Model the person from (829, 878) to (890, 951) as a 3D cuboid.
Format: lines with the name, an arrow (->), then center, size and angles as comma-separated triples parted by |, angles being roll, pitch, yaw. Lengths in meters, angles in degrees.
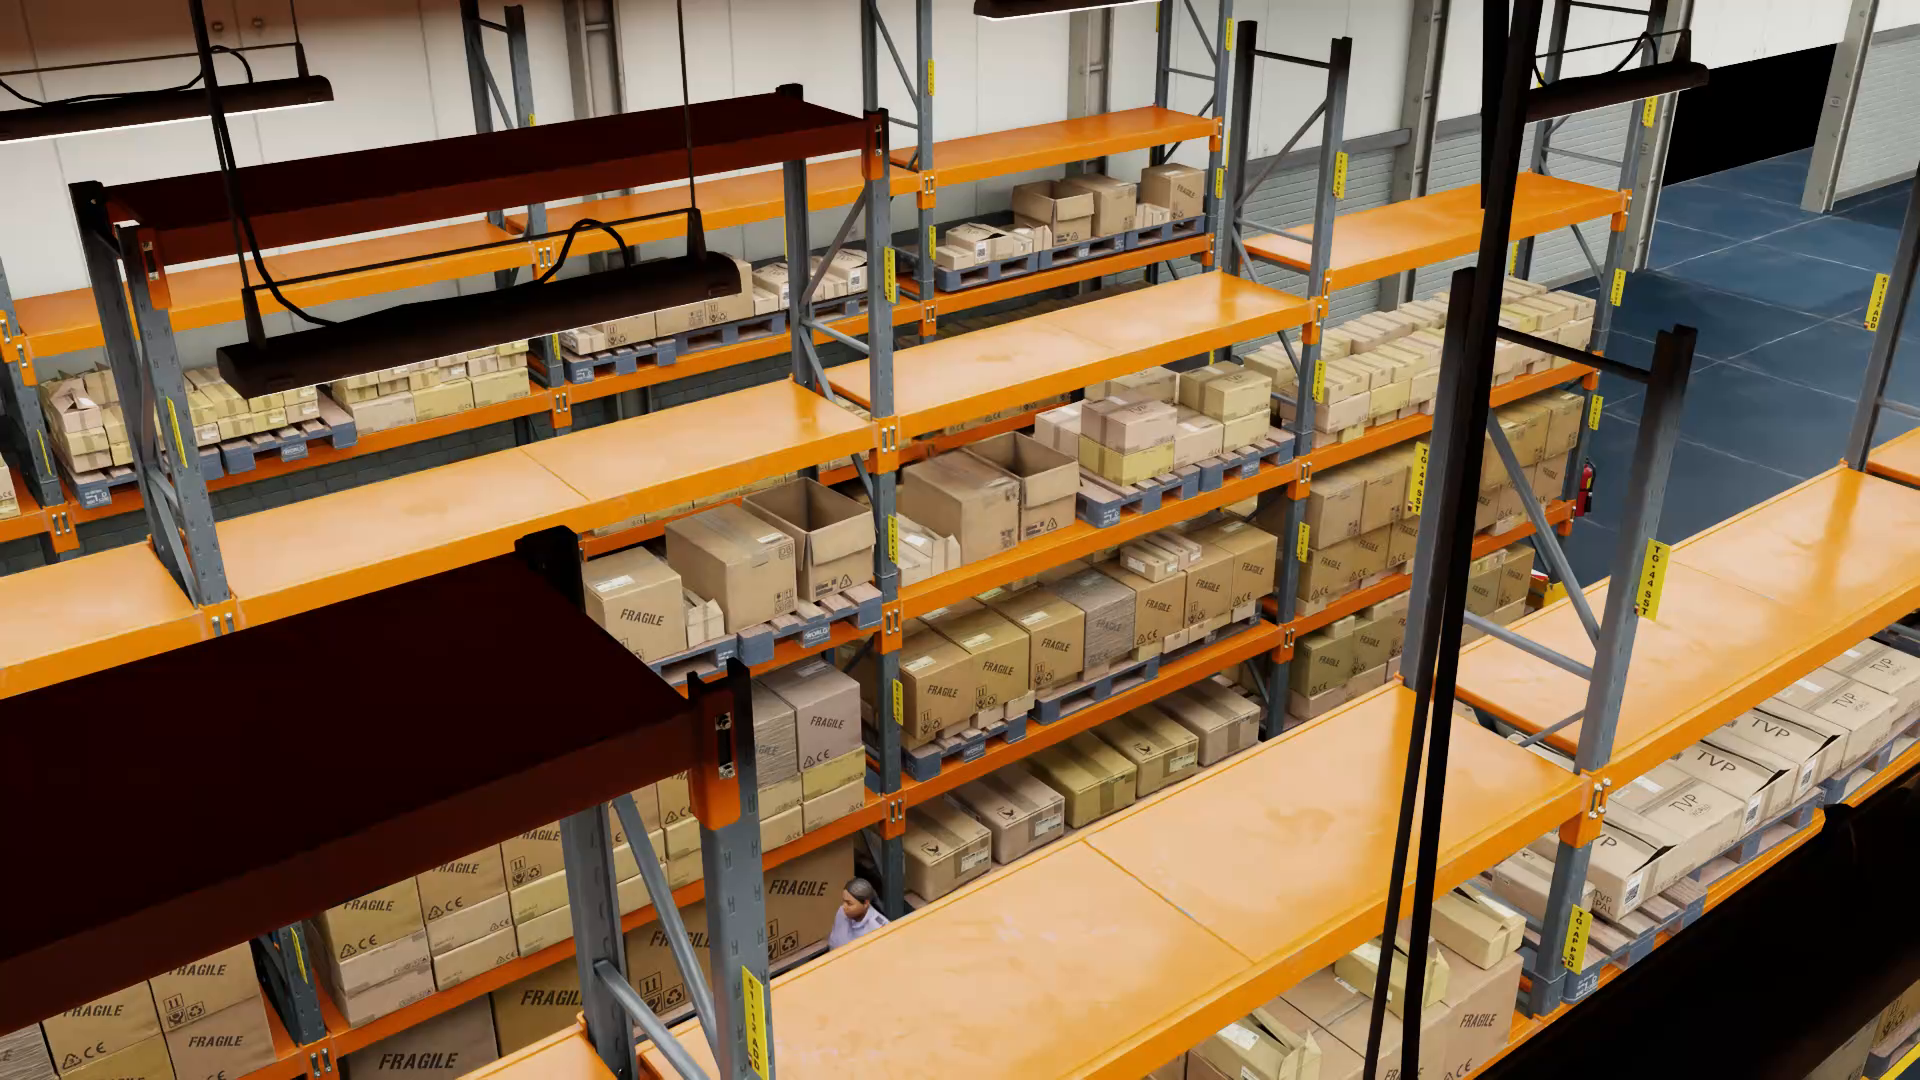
person -> -0.625, 2.837, 10.443 | 0.444, 1.652, 0.529 | -24, 35, -39
